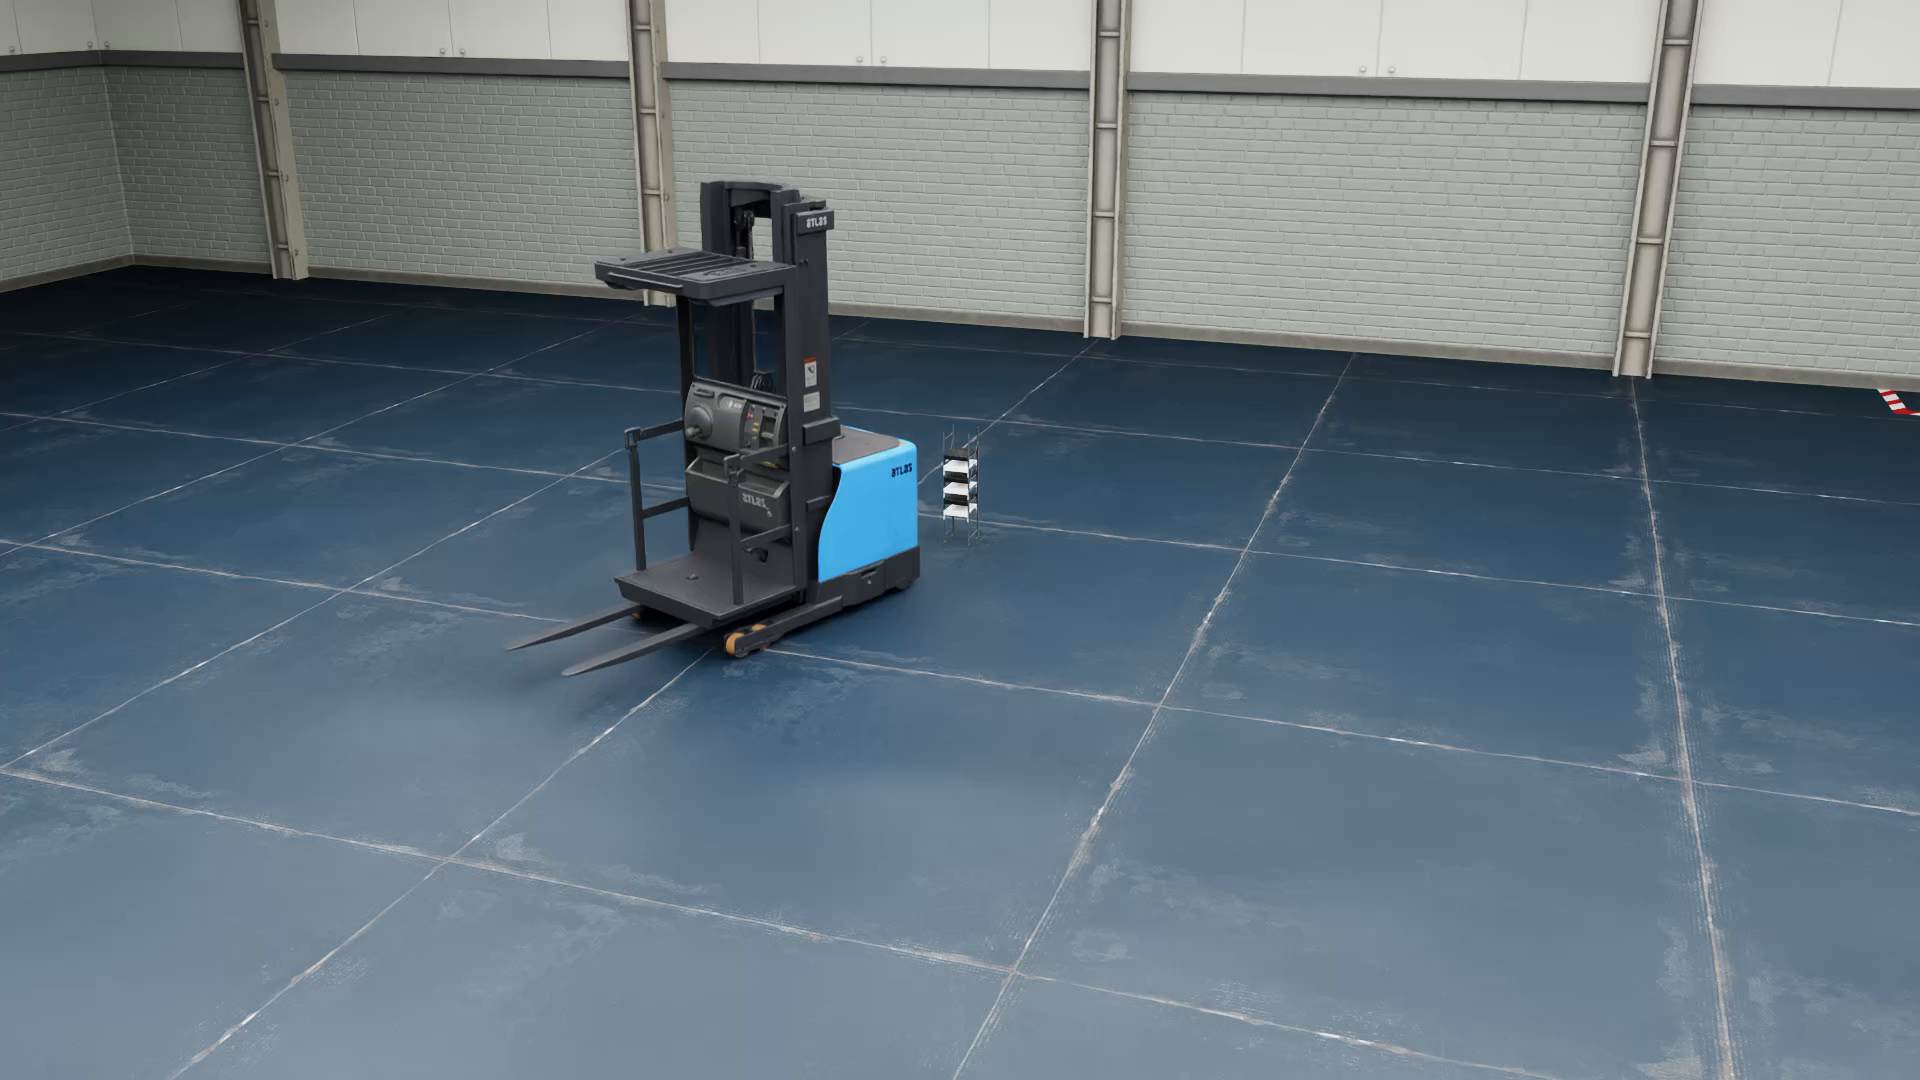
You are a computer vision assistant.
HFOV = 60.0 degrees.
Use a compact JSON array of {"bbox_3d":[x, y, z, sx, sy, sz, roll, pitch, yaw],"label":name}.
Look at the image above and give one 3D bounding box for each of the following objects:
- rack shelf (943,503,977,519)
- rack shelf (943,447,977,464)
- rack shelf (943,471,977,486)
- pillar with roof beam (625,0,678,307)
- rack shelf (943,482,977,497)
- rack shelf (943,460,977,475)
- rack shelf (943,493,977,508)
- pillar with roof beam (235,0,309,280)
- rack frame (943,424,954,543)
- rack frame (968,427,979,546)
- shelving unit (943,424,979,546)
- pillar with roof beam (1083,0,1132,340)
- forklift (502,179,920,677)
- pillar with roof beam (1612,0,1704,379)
[{"bbox_3d":[0.008,-0.223,12.996,0.200,0.077,0.258,7,20,18],"label":"rack shelf"},{"bbox_3d":[0.008,-0.648,12.848,0.200,0.077,0.258,7,20,18],"label":"rack shelf"},{"bbox_3d":[0.008,-0.478,12.907,0.200,0.077,0.258,7,20,18],"label":"rack shelf"},{"bbox_3d":[-5.351,-6.035,16.718,0.400,9.000,9.100,7,20,18],"label":"pillar with roof beam"},{"bbox_3d":[0.008,-0.393,12.937,0.200,0.077,0.258,7,20,18],"label":"rack shelf"},{"bbox_3d":[0.008,-0.563,12.877,0.200,0.077,0.258,7,20,18],"label":"rack shelf"},{"bbox_3d":[0.008,-0.308,12.966,0.200,0.077,0.258,7,20,18],"label":"rack shelf"},{"bbox_3d":[-11.019,-6.683,18.577,0.400,9.000,9.100,7,20,18],"label":"pillar with roof beam"},{"bbox_3d":[-0.088,-0.435,12.957,0.006,0.900,0.240,7,20,18],"label":"rack frame"},{"bbox_3d":[0.104,-0.413,12.894,0.006,0.900,0.240,7,20,18],"label":"rack frame"},{"bbox_3d":[0.008,-0.424,12.926,0.210,0.900,0.258,7,20,18],"label":"shelving unit"},{"bbox_3d":[0.317,-5.387,14.859,0.400,9.000,9.100,7,20,18],"label":"pillar with roof beam"},{"bbox_3d":[-1.637,-0.800,10.919,1.130,2.935,3.031,16,25,38],"label":"forklift"},{"bbox_3d":[5.985,-4.739,12.999,0.400,9.000,9.100,7,20,18],"label":"pillar with roof beam"}]
